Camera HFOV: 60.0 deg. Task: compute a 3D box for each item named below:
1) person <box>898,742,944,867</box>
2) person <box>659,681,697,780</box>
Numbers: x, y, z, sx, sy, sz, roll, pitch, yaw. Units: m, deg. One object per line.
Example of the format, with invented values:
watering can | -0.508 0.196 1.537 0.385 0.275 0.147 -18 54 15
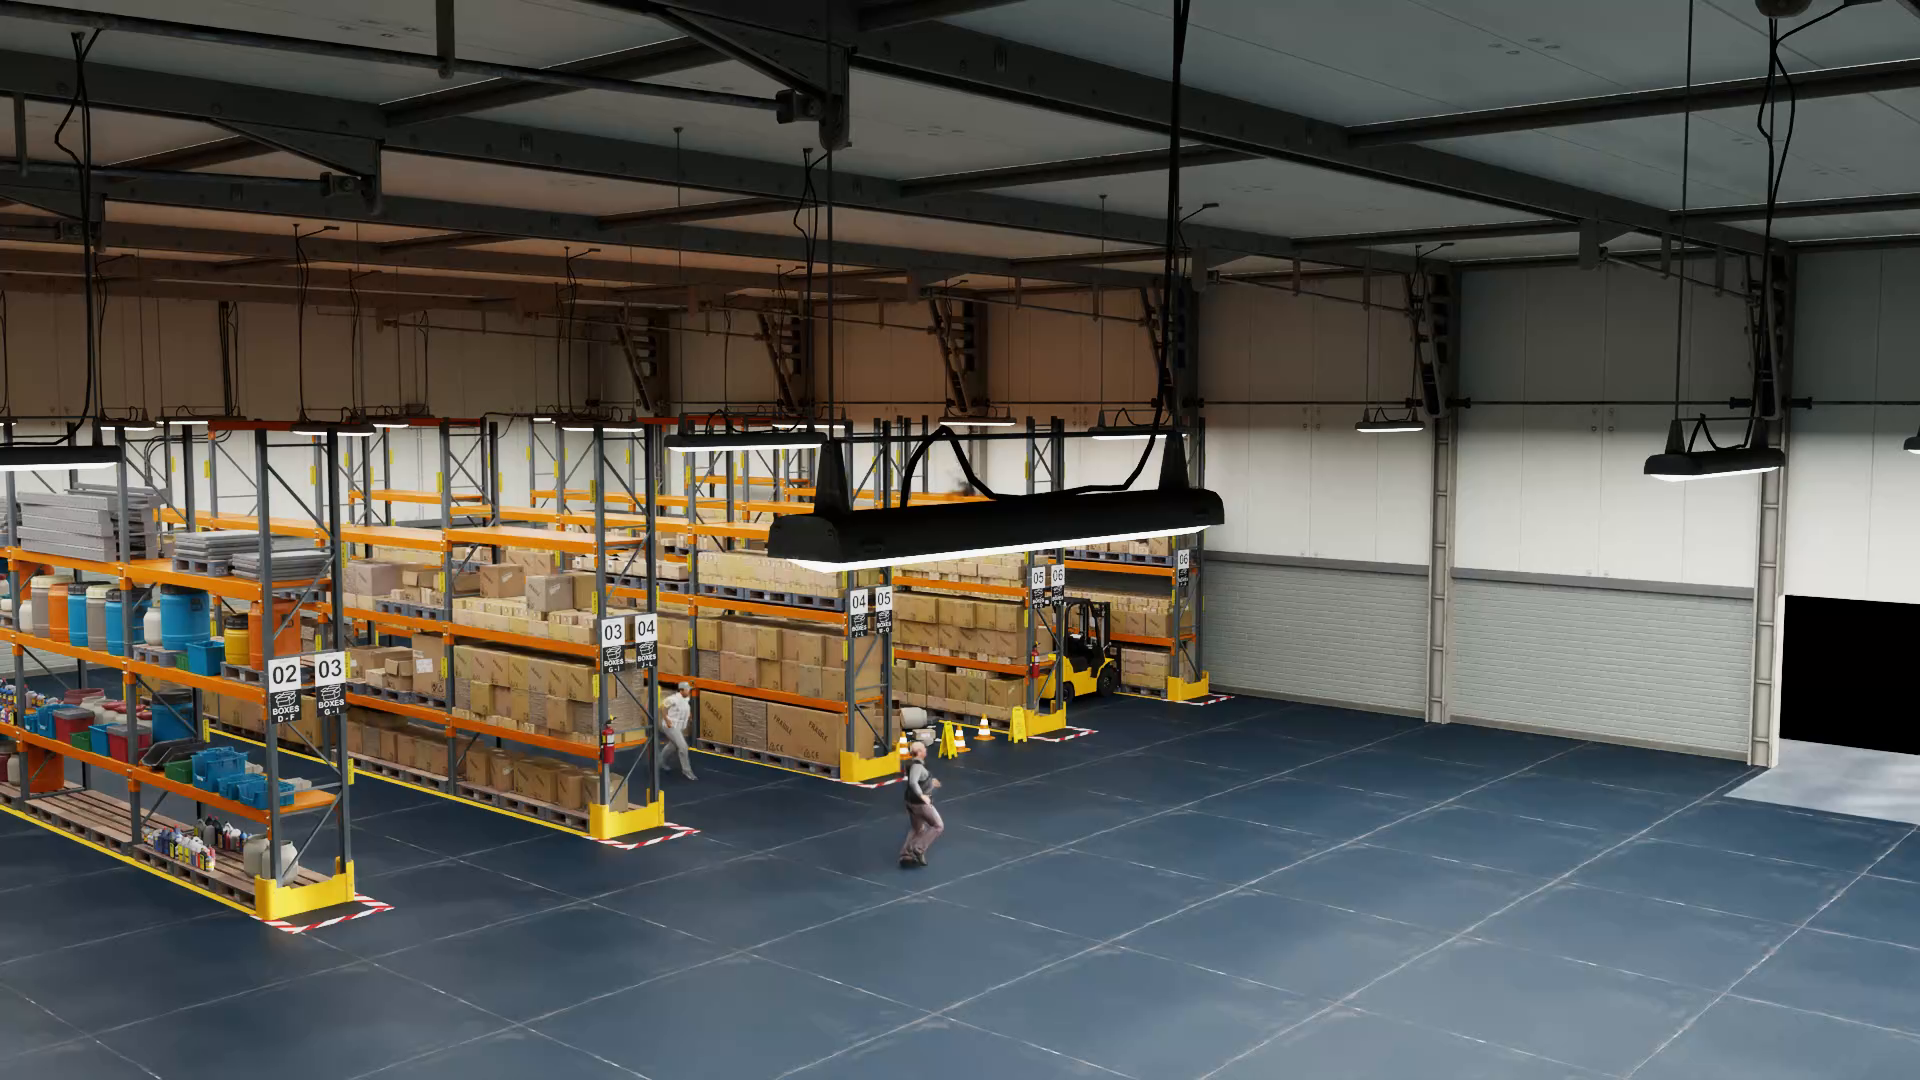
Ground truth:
person | -0.518 3.595 22.682 0.674 1.702 0.634 -2 5 -22
person | -4.820 3.189 28.090 0.964 1.651 0.638 3 5 29
